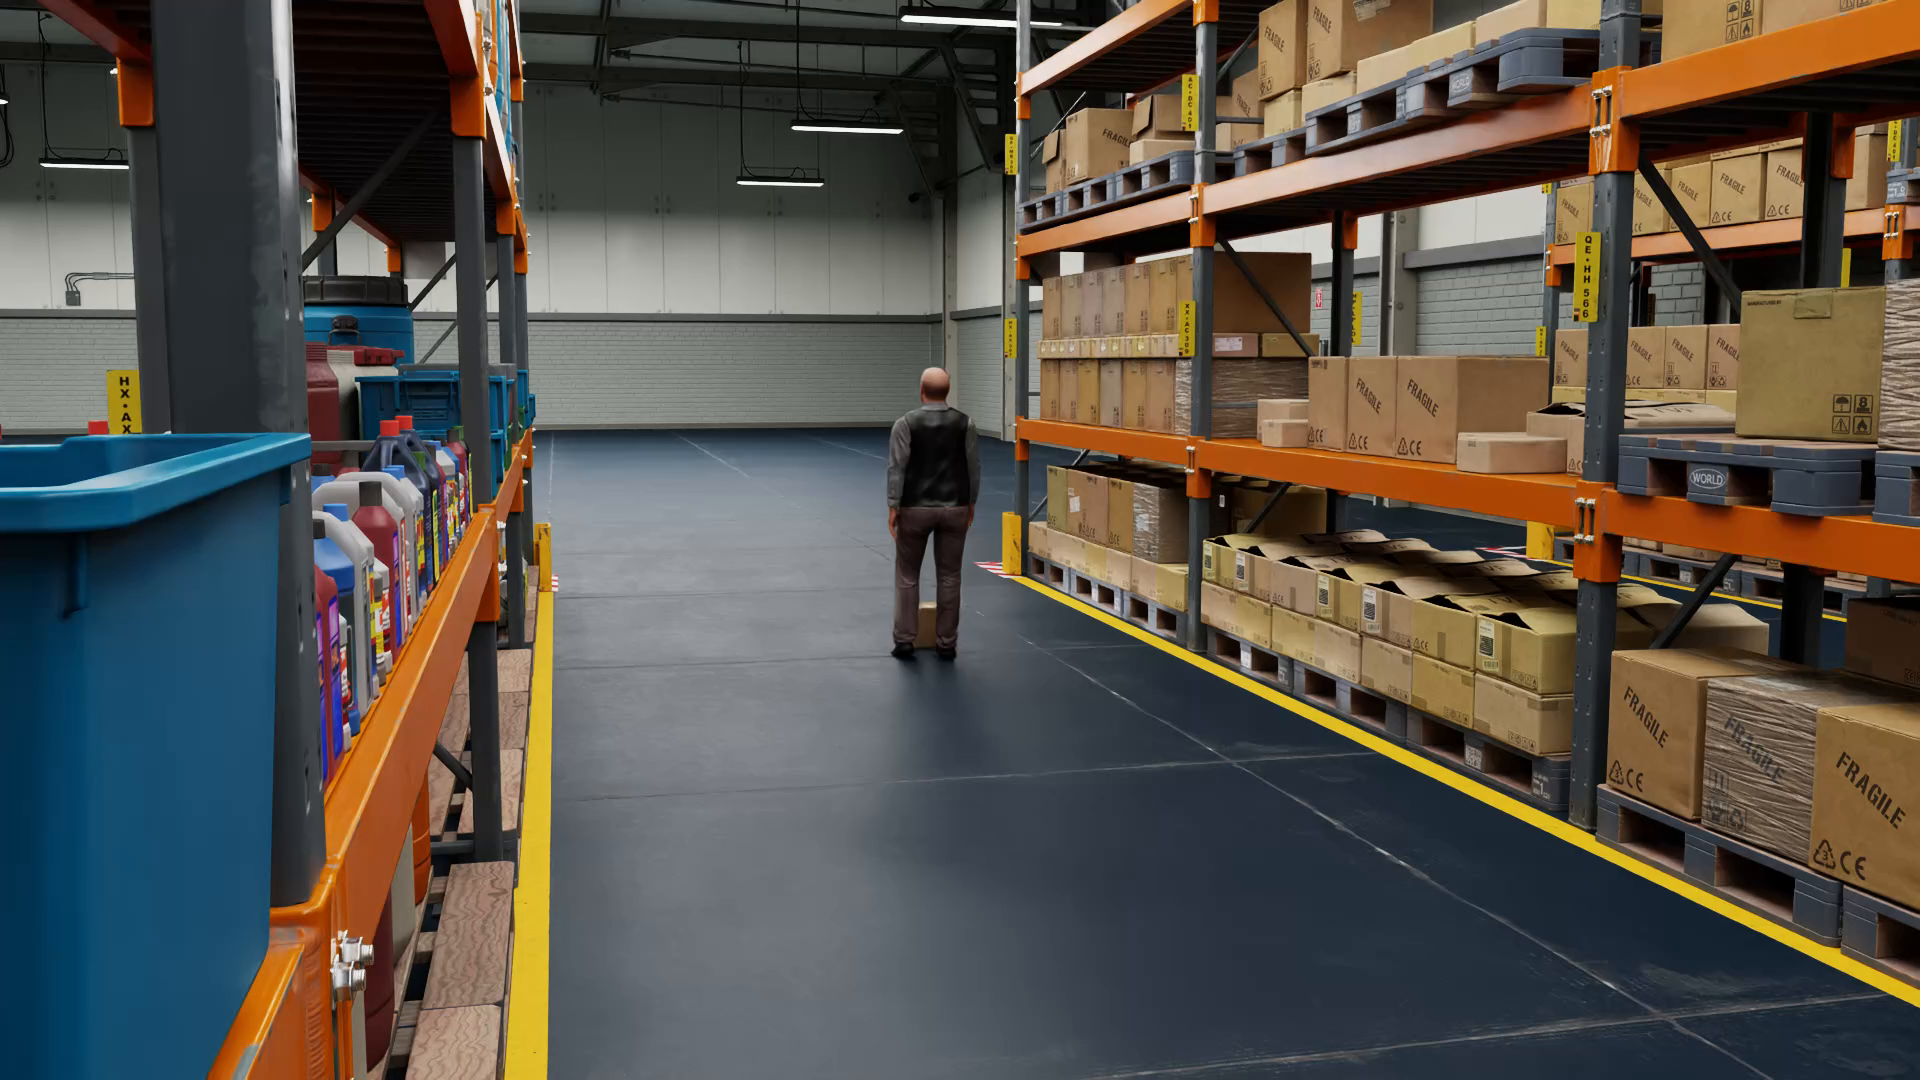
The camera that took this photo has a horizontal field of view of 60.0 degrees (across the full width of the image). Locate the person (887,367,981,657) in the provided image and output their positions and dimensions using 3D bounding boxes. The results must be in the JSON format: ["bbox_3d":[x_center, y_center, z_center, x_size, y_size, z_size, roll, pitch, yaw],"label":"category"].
[{"bbox_3d":[-0.167,-0.144,9.955,0.571,1.772,0.466,-1,6,-11],"label":"person"}]
